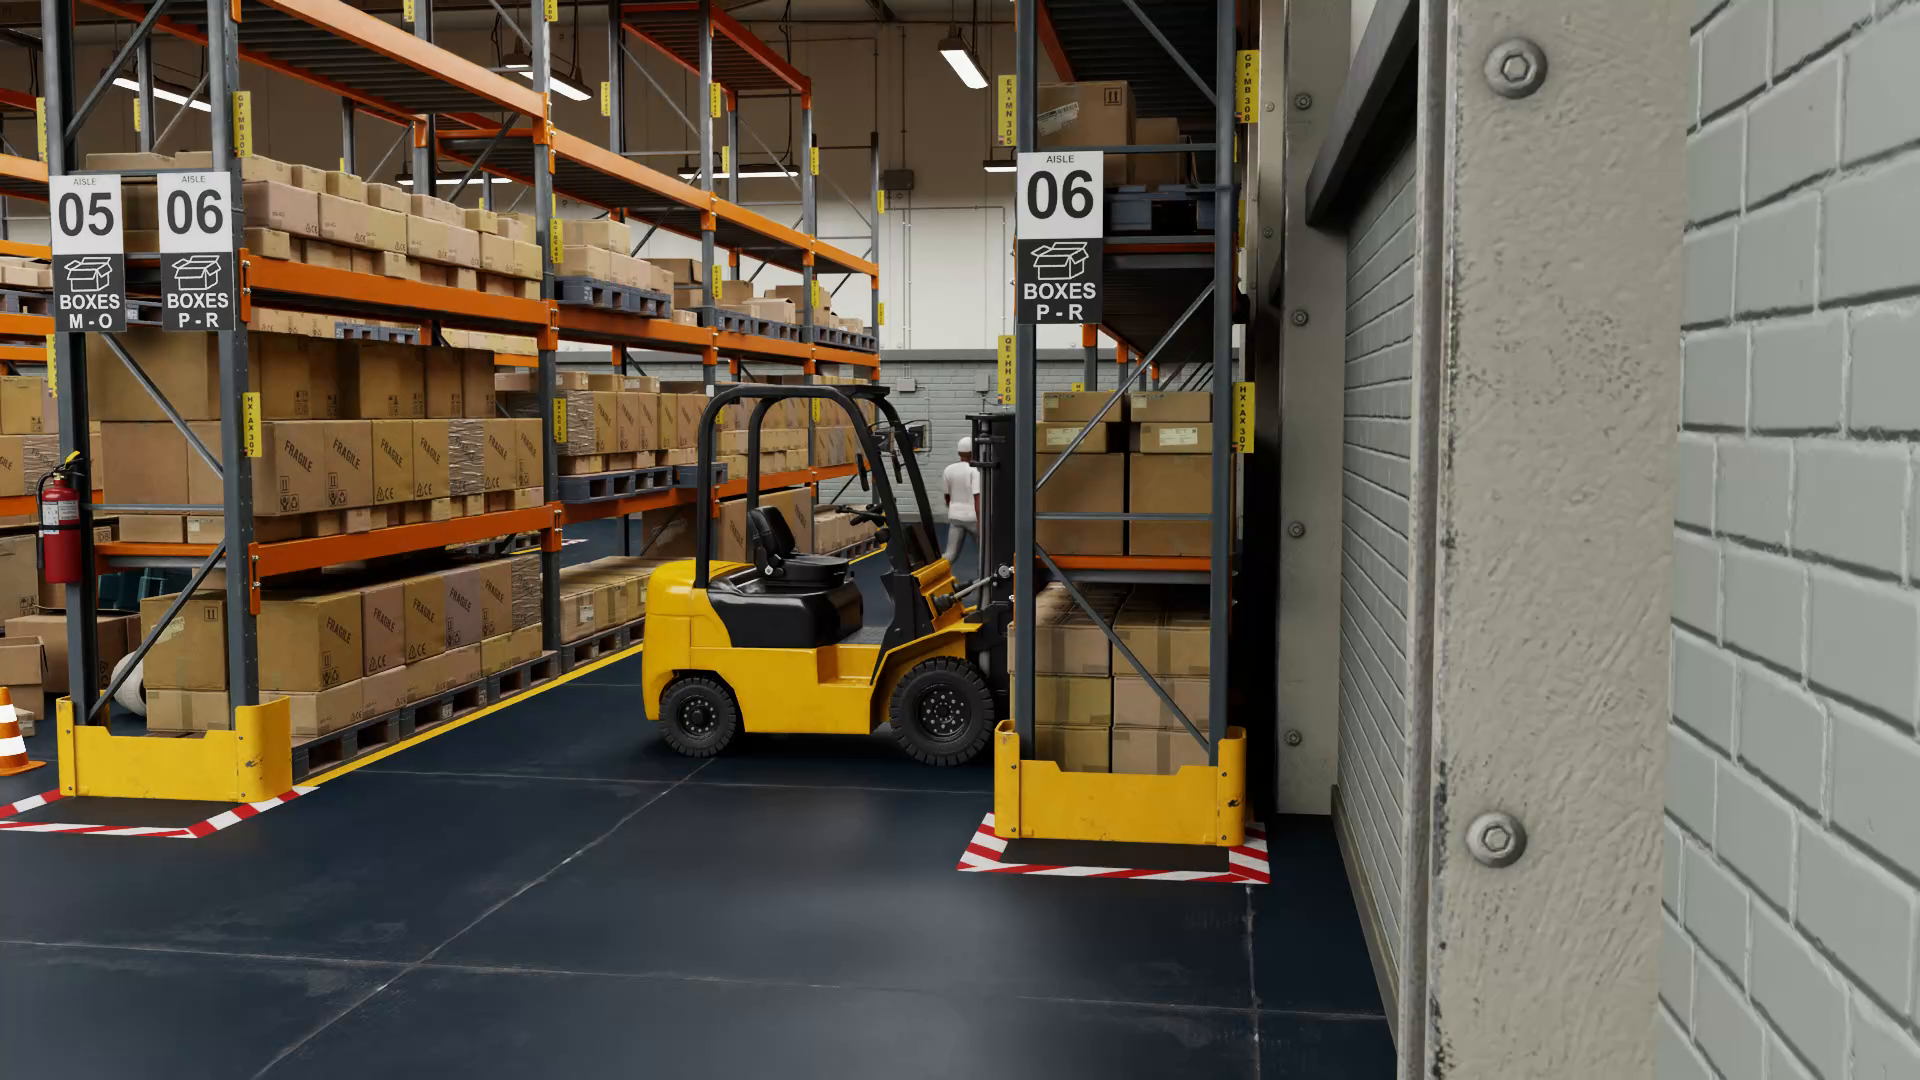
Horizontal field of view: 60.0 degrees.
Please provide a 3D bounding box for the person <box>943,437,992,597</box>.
[{"bbox_3d":[0.096,-0.230,17.564,0.604,1.718,1.081,3,5,34],"label":"person"}]
